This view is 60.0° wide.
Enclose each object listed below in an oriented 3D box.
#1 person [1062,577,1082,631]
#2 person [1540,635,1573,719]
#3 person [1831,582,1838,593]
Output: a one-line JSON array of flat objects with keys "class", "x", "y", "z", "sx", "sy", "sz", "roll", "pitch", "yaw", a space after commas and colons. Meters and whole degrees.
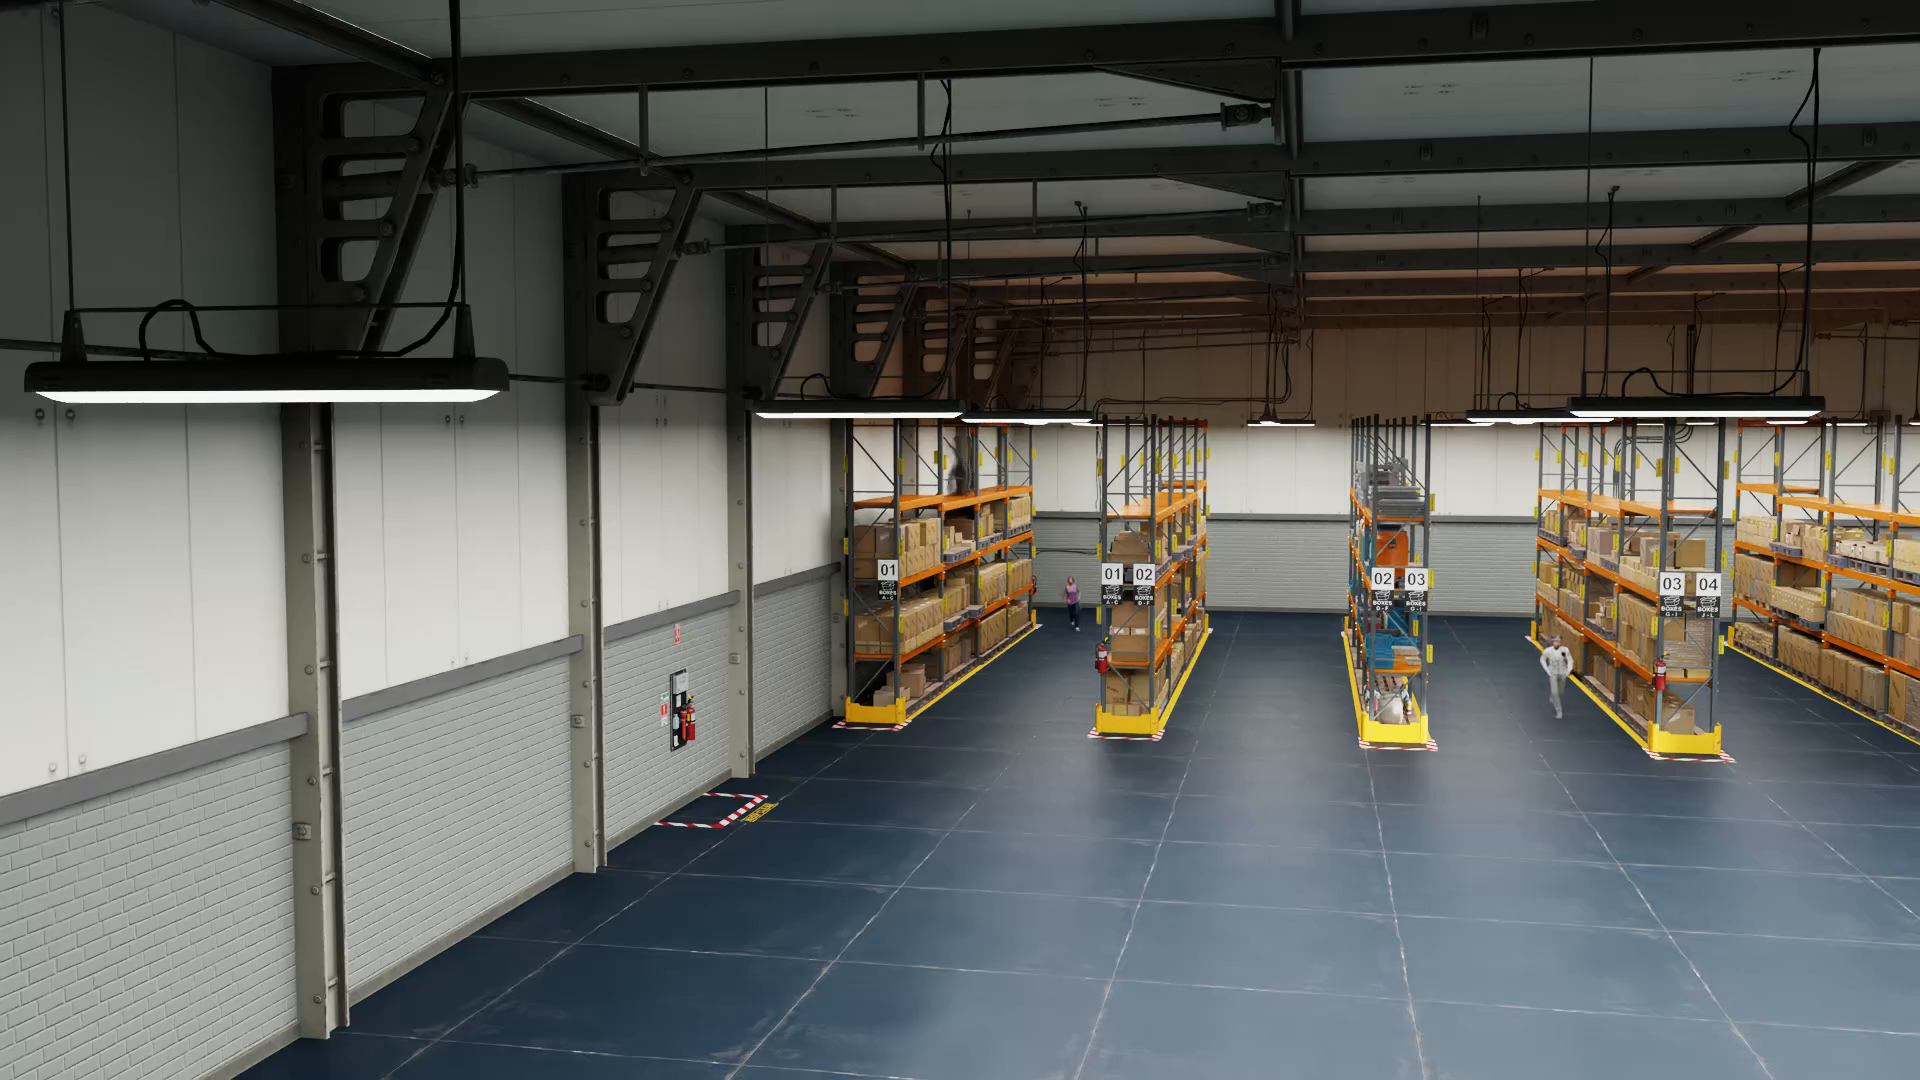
[{"class": "person", "x": 3.184, "y": 1.811, "z": 47.375, "sx": 0.566, "sy": 1.549, "sz": 0.597, "roll": -1, "pitch": 4, "yaw": -8}, {"class": "person", "x": 11.946, "y": 2.705, "z": 33.330, "sx": 0.626, "sy": 1.678, "sz": 0.879, "roll": 1, "pitch": 4, "yaw": 9}, {"class": "person", "x": 22.330, "y": 1.996, "z": 42.558, "sx": 0.693, "sy": 1.840, "sz": 0.850, "roll": 0, "pitch": 4, "yaw": 2}]
